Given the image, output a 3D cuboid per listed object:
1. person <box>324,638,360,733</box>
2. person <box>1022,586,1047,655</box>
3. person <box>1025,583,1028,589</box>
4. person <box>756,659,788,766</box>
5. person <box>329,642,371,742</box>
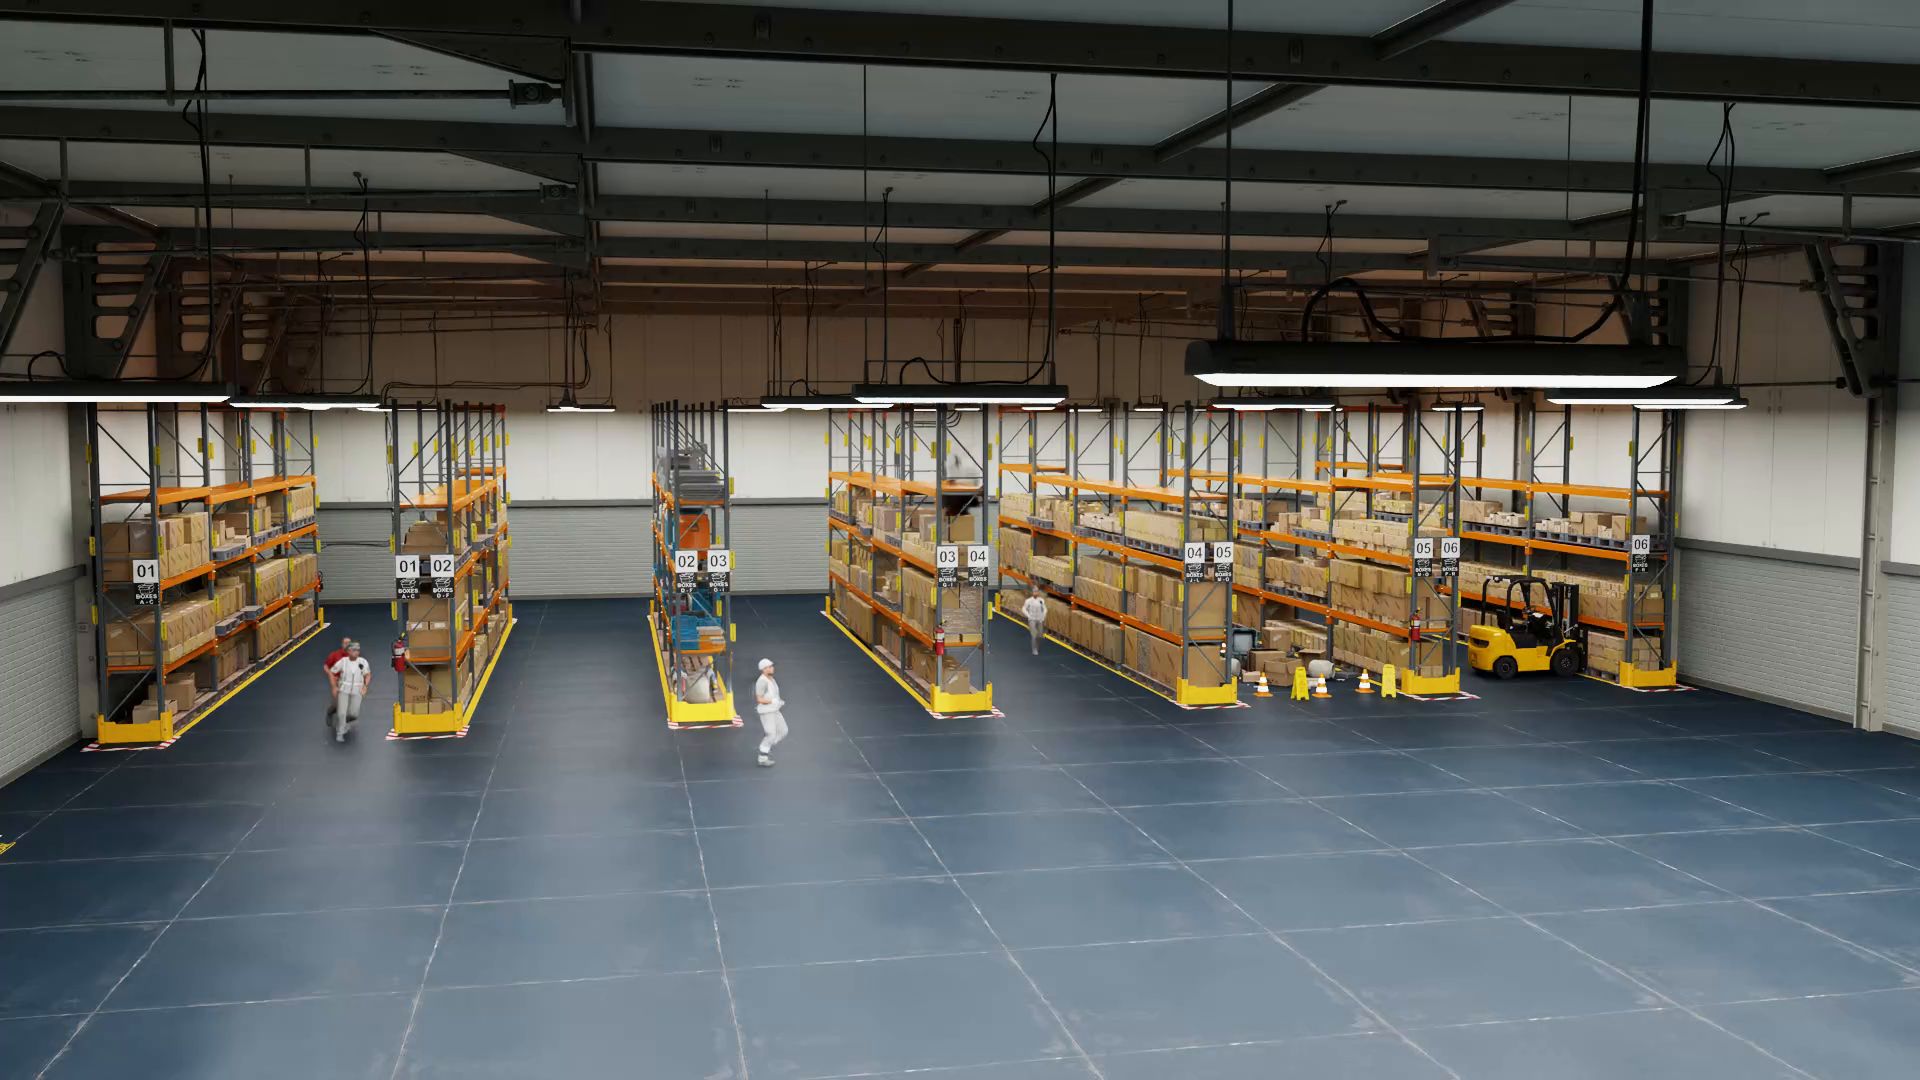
[{"bbox_3d":[-11.177,2.613,30.208,0.693,1.696,0.693,-3,5,-34],"label":"person"},{"bbox_3d":[1.791,1.908,39.671,0.613,1.645,0.559,-1,4,-11],"label":"person"},{"bbox_3d":[2.159,1.117,49.894,0.594,1.695,0.737,3,5,33],"label":"person"},{"bbox_3d":[-3.048,2.799,27.053,0.578,1.741,0.644,1,4,16],"label":"person"},{"bbox_3d":[-10.785,2.668,29.417,0.705,1.738,0.585,-2,5,-27],"label":"person"}]
